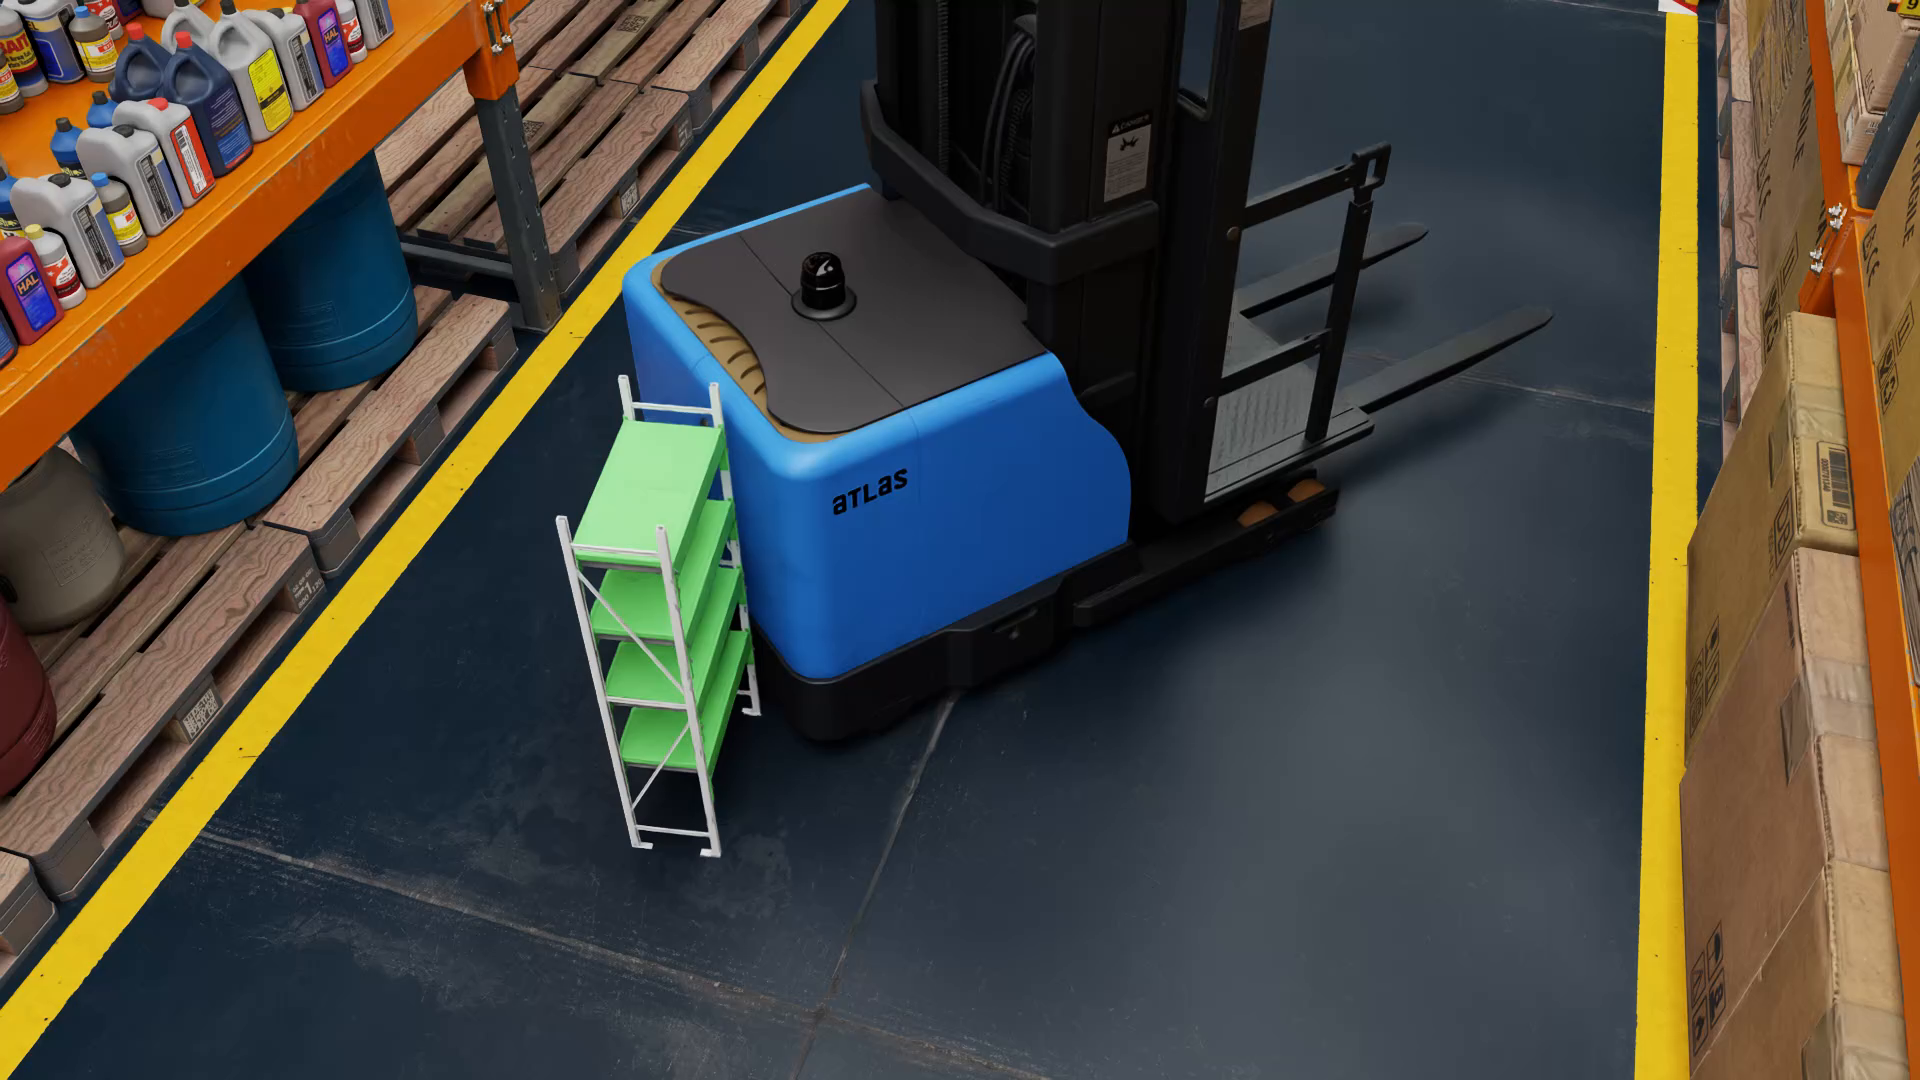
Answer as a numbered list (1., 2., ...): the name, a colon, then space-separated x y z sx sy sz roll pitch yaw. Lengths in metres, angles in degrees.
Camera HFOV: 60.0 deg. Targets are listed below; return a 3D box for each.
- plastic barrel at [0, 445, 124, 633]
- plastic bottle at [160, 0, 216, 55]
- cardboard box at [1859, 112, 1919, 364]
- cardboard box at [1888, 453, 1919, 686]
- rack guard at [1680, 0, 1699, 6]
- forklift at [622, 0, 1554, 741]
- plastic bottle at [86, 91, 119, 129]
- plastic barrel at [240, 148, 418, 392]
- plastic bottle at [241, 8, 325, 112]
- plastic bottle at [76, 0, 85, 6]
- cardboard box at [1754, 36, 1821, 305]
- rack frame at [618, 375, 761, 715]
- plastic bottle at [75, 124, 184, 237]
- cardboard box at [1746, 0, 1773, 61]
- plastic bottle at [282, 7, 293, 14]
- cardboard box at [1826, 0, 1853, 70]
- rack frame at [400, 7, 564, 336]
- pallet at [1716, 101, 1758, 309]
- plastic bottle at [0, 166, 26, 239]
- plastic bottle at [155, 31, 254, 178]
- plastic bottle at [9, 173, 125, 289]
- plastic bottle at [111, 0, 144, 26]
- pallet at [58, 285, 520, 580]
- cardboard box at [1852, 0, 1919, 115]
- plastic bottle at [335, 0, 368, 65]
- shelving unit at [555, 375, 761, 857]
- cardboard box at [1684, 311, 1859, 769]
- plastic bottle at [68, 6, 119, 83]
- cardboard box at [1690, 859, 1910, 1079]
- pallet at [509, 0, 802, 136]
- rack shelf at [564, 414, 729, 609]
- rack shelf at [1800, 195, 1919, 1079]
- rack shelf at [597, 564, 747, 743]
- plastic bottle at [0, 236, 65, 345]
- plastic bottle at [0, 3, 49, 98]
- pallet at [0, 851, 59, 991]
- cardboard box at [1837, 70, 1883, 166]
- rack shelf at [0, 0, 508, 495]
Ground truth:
1. plastic barrel: -2.598 -0.029 4.614 0.421 0.512 0.421 0 44 0
2. plastic bottle: -2.050 -1.288 4.457 0.144 0.351 0.185 13 46 13
3. cardboard box: 2.397 -0.690 3.739 0.500 0.500 0.500 13 46 13
4. cardboard box: 2.093 -0.021 3.055 0.500 0.500 0.500 12 46 12
5. rack guard: 3.993 -2.697 7.648 1.175 0.500 0.348 13 46 13
6. forklift: 0.591 -1.292 4.475 3.031 2.935 1.130 -24 49 -23
7. plastic bottle: -2.145 -1.014 4.234 0.097 0.271 0.097 0 44 0
8. plastic barrel: -2.127 -0.998 5.325 0.600 0.901 0.708 13 46 13
9. plastic bottle: -1.868 -1.338 4.561 0.152 0.276 0.135 13 46 13
10. plastic bottle: -2.551 -1.522 4.753 0.097 0.271 0.097 0 44 0
11. cardboard box: 3.323 -1.321 5.675 0.875 0.875 0.875 13 46 13
12. rack frame: -0.687 0.054 4.337 0.240 1.200 0.015 5 45 5
13. plastic bottle: -2.062 -0.912 4.126 0.152 0.276 0.135 13 46 13
14. cardboard box: 3.868 -2.521 6.901 0.875 0.875 0.875 13 46 13
15. plastic bottle: -1.865 -1.396 4.674 0.097 0.201 0.097 0 44 0
16. cardboard box: 2.710 -1.433 4.750 0.380 0.149 0.250 12 46 12
17. rack frame: -1.946 -1.957 5.105 1.000 3.000 0.127 13 46 13
18. pallet: 3.447 -1.217 6.343 1.003 0.211 1.213 13 46 12
19. plastic bottle: -2.256 -0.770 3.984 0.097 0.271 0.097 0 44 0
20. plastic bottle: -1.969 -1.134 4.299 0.144 0.351 0.185 13 46 13
21. plastic bottle: -2.132 -0.757 3.968 0.152 0.276 0.135 13 46 13
22. plastic bottle: -2.504 -1.672 4.898 0.061 0.283 0.133 13 46 13
23. pallet: -2.220 -0.455 5.564 1.003 0.211 1.213 13 46 13
24. cardboard box: 2.658 -1.310 4.339 0.500 0.250 0.500 12 46 12
25. plastic bottle: -1.767 -1.472 4.751 0.097 0.201 0.097 0 44 0
26. shelving unit: -0.719 0.223 4.164 0.258 1.200 0.503 5 45 5
27. cardboard box: 2.599 0.132 4.189 1.225 0.875 0.875 13 46 13
28. plastic bottle: -2.436 -1.400 4.678 0.097 0.201 0.097 0 44 0
29. cardboard box: 2.069 1.320 2.976 1.225 0.875 0.875 13 46 13
30. pallet: -1.393 -2.274 7.423 1.003 0.211 1.213 13 46 13
31. rack shelf: -0.719 -0.074 3.873 0.258 0.148 0.480 5 45 5
32. rack shelf: 2.168 0.682 2.922 1.077 0.370 4.000 13 46 13
33. rack shelf: -0.719 0.269 4.208 0.258 0.148 0.480 5 45 5
34. plastic bottle: -2.159 -0.596 3.798 0.061 0.283 0.133 13 46 13
35. plastic bottle: -2.622 -1.368 4.595 0.097 0.271 0.097 0 44 0
36. pallet: -2.959 1.172 3.902 1.003 0.211 1.213 13 46 13
37. cardboard box: 2.554 -1.091 4.399 0.380 0.149 0.250 13 46 13
38. rack shelf: -2.552 -0.367 3.994 1.077 0.370 4.000 13 46 13
